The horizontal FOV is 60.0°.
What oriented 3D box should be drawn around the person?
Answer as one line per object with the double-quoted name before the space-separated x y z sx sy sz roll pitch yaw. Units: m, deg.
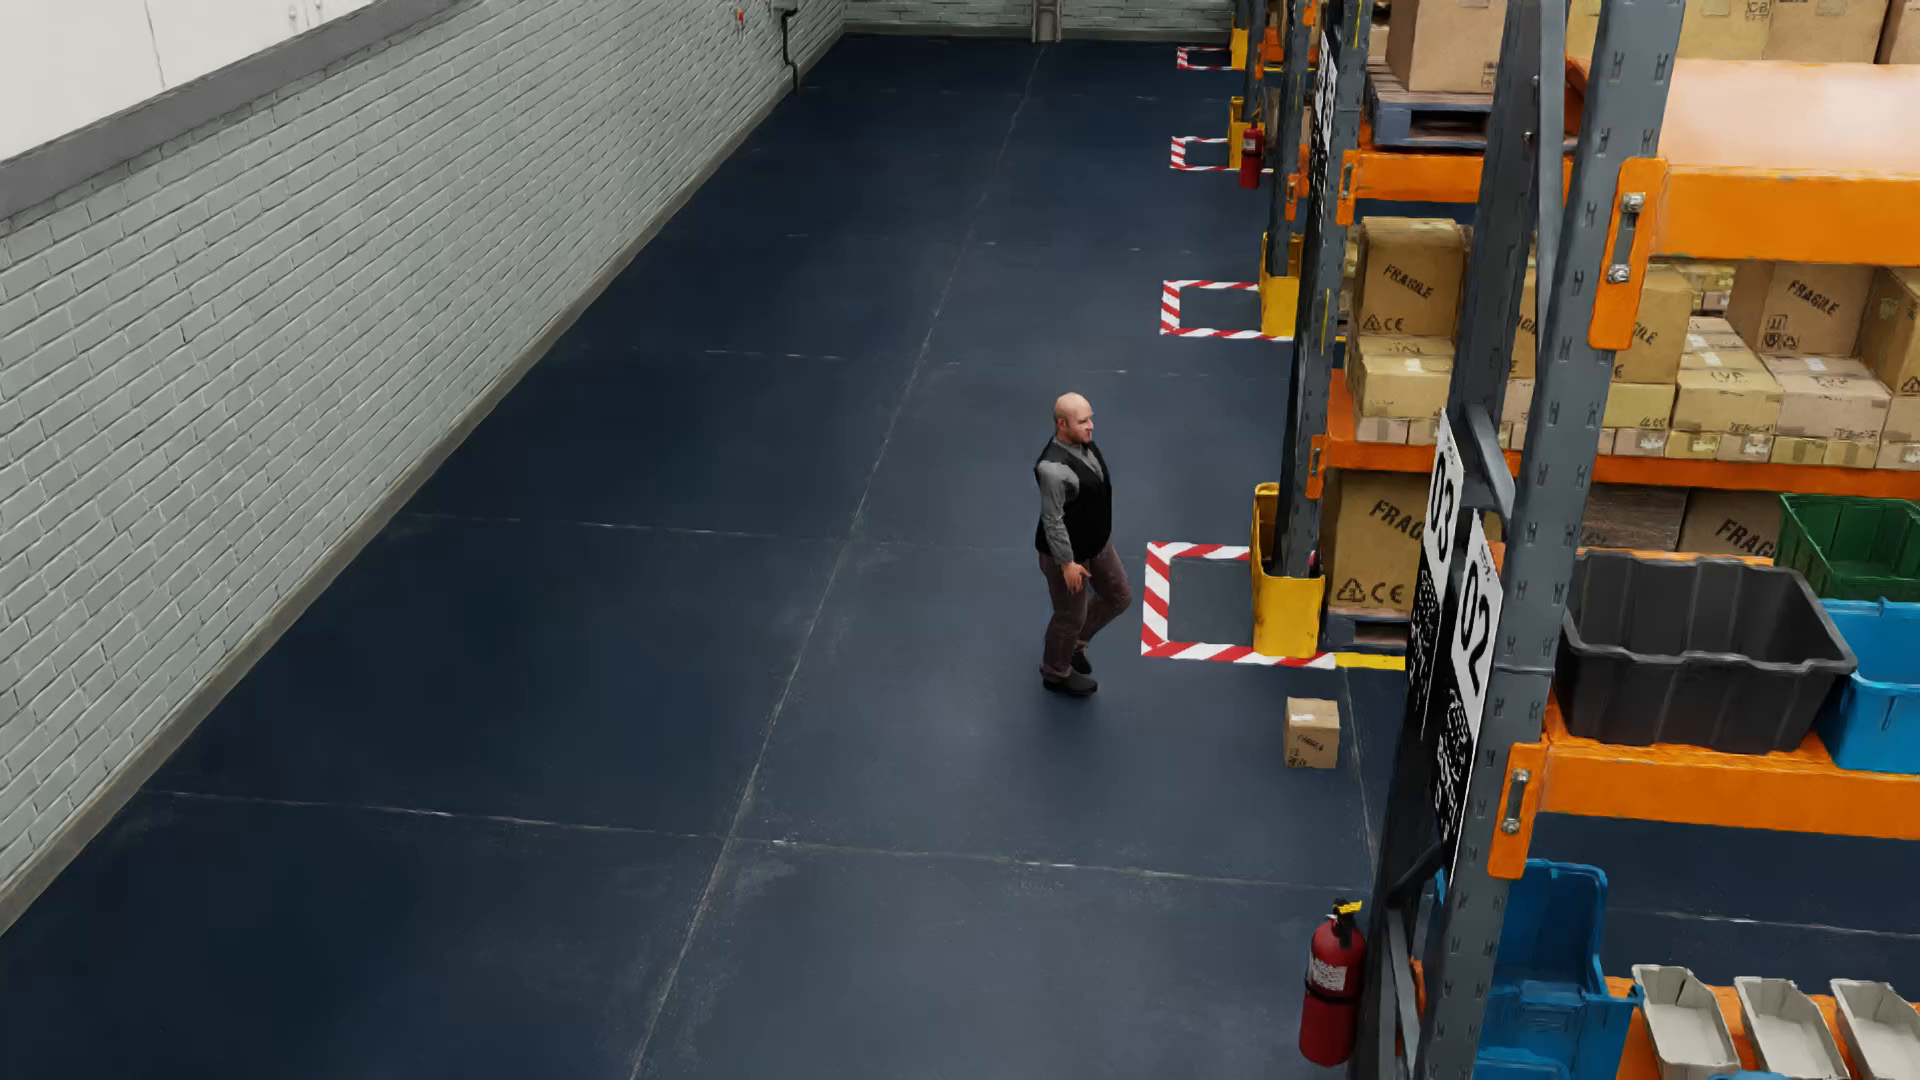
"person" 0.626 0.059 8.512 0.447 1.740 0.581 11 30 20
